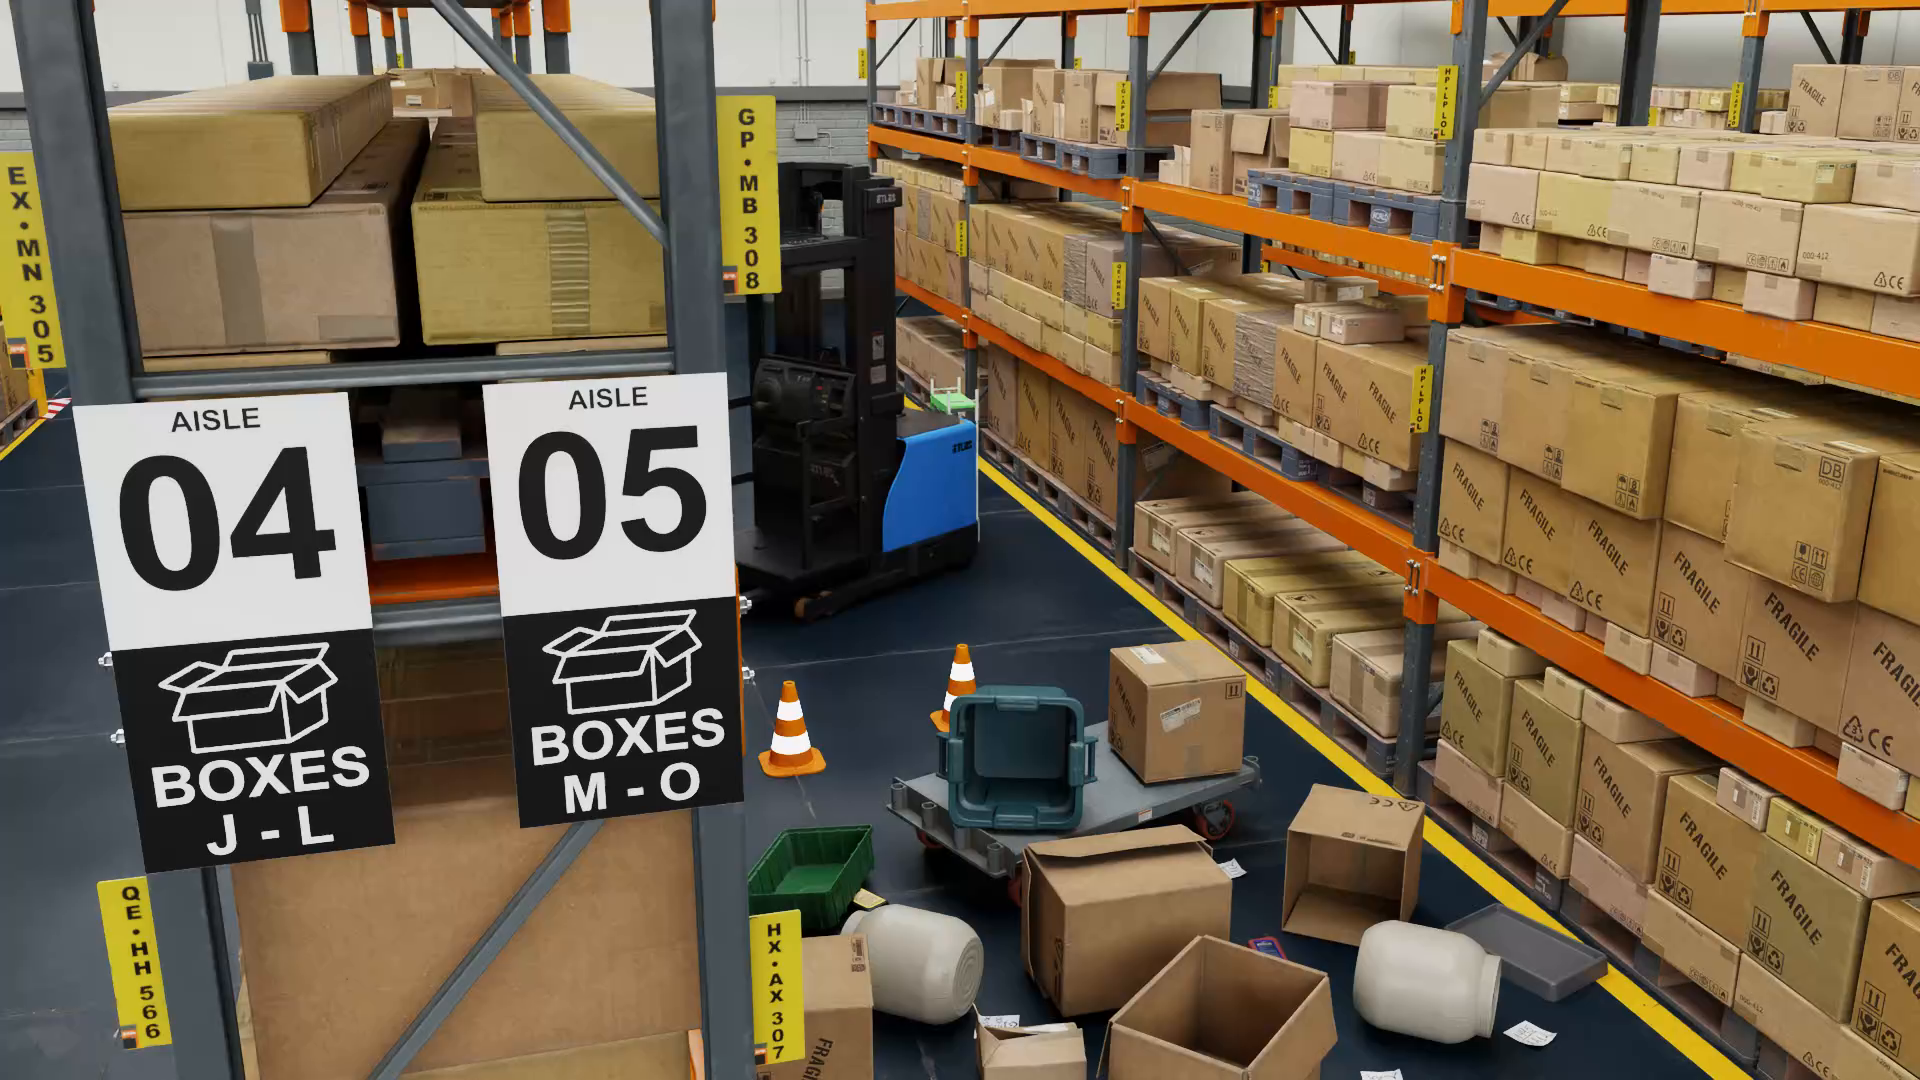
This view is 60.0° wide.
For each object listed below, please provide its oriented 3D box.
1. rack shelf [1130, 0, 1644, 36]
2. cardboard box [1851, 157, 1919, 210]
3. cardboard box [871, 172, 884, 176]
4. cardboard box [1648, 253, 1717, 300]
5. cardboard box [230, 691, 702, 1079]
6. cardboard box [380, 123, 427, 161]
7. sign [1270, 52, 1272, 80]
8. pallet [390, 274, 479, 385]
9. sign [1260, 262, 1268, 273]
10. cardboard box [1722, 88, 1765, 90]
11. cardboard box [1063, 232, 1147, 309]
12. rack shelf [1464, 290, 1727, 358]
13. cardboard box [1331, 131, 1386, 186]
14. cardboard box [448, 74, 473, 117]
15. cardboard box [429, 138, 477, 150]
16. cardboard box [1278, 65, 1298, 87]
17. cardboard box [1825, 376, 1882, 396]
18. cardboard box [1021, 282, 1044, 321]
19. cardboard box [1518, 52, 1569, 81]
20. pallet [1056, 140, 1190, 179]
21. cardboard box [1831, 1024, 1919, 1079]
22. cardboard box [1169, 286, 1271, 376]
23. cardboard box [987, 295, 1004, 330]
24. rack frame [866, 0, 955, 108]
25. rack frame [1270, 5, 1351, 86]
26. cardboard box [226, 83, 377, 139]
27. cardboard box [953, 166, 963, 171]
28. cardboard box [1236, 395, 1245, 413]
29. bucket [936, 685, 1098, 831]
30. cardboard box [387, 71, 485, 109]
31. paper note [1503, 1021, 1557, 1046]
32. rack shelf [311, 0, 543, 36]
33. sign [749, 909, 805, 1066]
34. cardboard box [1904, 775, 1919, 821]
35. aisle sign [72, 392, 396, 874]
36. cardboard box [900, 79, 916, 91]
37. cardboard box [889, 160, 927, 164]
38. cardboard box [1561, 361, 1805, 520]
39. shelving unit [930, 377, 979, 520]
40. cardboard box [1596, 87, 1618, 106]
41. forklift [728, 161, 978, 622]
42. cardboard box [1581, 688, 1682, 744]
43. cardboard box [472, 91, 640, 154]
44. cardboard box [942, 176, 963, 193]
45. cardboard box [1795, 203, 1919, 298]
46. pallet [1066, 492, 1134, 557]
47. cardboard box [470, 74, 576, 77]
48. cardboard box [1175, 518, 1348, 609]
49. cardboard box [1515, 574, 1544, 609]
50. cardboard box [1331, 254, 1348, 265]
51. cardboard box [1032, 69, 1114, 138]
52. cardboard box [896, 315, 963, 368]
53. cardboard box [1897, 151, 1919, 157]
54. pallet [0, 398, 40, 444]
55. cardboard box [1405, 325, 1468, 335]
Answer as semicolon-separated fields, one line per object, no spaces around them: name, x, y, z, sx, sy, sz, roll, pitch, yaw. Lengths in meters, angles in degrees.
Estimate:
rack shelf;2.194;-3.055;9.426;1.077;0.370;4.000;-5;17;-15
cardboard box;3.217;-1.187;5.526;0.380;0.149;0.250;-5;17;-17
cardboard box;-0.696;-3.855;18.661;0.500;0.500;0.500;-5;17;-16
cardboard box;2.864;-1.012;6.329;0.380;0.149;0.250;-5;17;-16
cardboard box;-0.953;0.666;3.382;0.875;0.550;0.550;-5;17;-15
cardboard box;-1.982;-1.205;5.374;0.500;0.250;0.500;-5;17;-16
sign;3.696;-5.690;19.946;0.100;0.325;0.005;-5;17;-15
pallet;-1.441;-0.575;4.594;1.003;0.211;1.213;-5;17;-15
sign;2.164;-1.833;11.966;0.100;0.325;0.005;-5;17;-15
cardboard box;6.470;-3.627;13.649;0.380;0.149;0.250;-5;17;-15
cardboard box;1.102;-2.061;12.689;0.500;0.500;0.500;-4;17;-14
rack shelf;5.867;-1.873;15.225;1.077;0.370;4.000;-5;17;-15
cardboard box;2.310;-2.021;8.783;0.500;0.250;0.500;-4;17;-15
cardboard box;-2.340;-2.127;8.526;0.500;0.500;0.500;-5;17;-15
cardboard box;-1.191;-0.968;4.585;0.500;0.250;0.500;-5;17;-16
cardboard box;4.098;-5.481;19.647;0.500;0.250;0.500;-5;17;-16
cardboard box;6.585;-1.169;11.891;0.500;0.250;0.500;-5;18;-17
cardboard box;0.819;-1.978;13.714;0.500;0.250;0.500;-5;17;-17
cardboard box;5.571;-4.527;15.892;0.396;0.266;0.258;-5;17;-15
pallet;1.417;-2.791;12.144;1.213;0.211;1.003;-4;17;-13
cardboard box;3.356;1.849;5.634;0.500;0.250;0.500;-5;17;-16
cardboard box;1.696;-1.376;10.899;0.500;0.500;0.500;-4;17;-12
cardboard box;0.556;-2.020;14.724;0.500;0.250;0.500;-5;17;-17
rack frame;-0.554;-6.357;18.473;1.000;3.000;0.127;-5;17;-15
rack frame;4.218;-6.751;19.783;1.000;3.000;0.127;-5;17;-15
cardboard box;-1.864;-1.213;4.709;0.380;0.149;0.250;-5;17;-15
cardboard box;0.141;-3.889;17.646;0.380;0.149;0.250;-4;17;-14
cardboard box;1.944;-0.874;10.354;0.380;0.149;0.250;-4;17;-13
bucket;0.266;0.950;7.624;0.726;0.611;0.620;1;7;4
cardboard box;-3.888;-3.208;12.293;0.797;0.503;0.637;-5;17;-16
paper note;2.227;1.925;6.490;0.142;0.019;0.148;-12;20;-34
rack shelf;-2.537;-2.636;8.030;1.077;0.370;4.000;-5;17;-15
sign;-0.353;0.866;3.211;0.100;0.325;0.005;-5;17;-15
cardboard box;3.309;0.842;5.373;0.380;0.149;0.250;-5;17;-16
aisle sign;-1.157;0.159;2.689;0.394;0.787;0.004;-5;17;-15
cardboard box;-0.344;-4.980;18.461;0.500;0.250;0.500;-6;18;-20
cardboard box;-0.582;-4.134;18.462;0.380;0.149;0.250;-4;17;-14
cardboard box;2.888;-0.411;6.677;0.700;0.500;0.500;-5;17;-16
shelving unit;-0.045;-0.620;12.932;0.258;1.200;0.503;-5;17;-15
cardboard box;5.681;-3.793;14.203;0.380;0.149;0.250;-5;17;-15
forklift;-1.212;-1.017;11.242;1.130;2.935;3.031;14;22;39
cardboard box;2.843;0.721;6.955;0.380;0.149;0.250;-4;17;-12
cardboard box;-0.953;-0.985;3.949;0.380;0.149;0.250;-5;17;-16
cardboard box;0.041;-3.495;16.333;0.380;0.149;0.250;-5;17;-16
cardboard box;3.159;-0.968;5.490;0.500;0.250;0.500;-4;17;-14
pallet;1.500;-0.160;13.116;1.003;0.211;1.213;-5;17;-15
cardboard box;-1.581;-1.617;6.052;0.380;0.149;0.250;-5;17;-16
cardboard box;2.001;0.147;11.087;0.950;0.372;0.625;-5;17;-16
cardboard box;2.744;0.205;7.492;0.380;0.149;0.250;-5;17;-16
cardboard box;4.442;-3.213;18.871;0.380;0.149;0.250;-4;17;-14
cardboard box;0.881;-3.421;13.010;0.500;0.500;0.500;-5;17;-15
cardboard box;-0.276;-2.283;19.063;0.875;0.438;0.875;-5;18;-17
cardboard box;3.554;-1.294;5.883;0.380;0.149;0.250;-4;17;-14
pallet;-9.787;-1.150;16.413;1.003;0.211;1.213;-5;17;-15
cardboard box;2.630;-0.985;9.596;0.500;0.500;0.500;-5;17;-16
